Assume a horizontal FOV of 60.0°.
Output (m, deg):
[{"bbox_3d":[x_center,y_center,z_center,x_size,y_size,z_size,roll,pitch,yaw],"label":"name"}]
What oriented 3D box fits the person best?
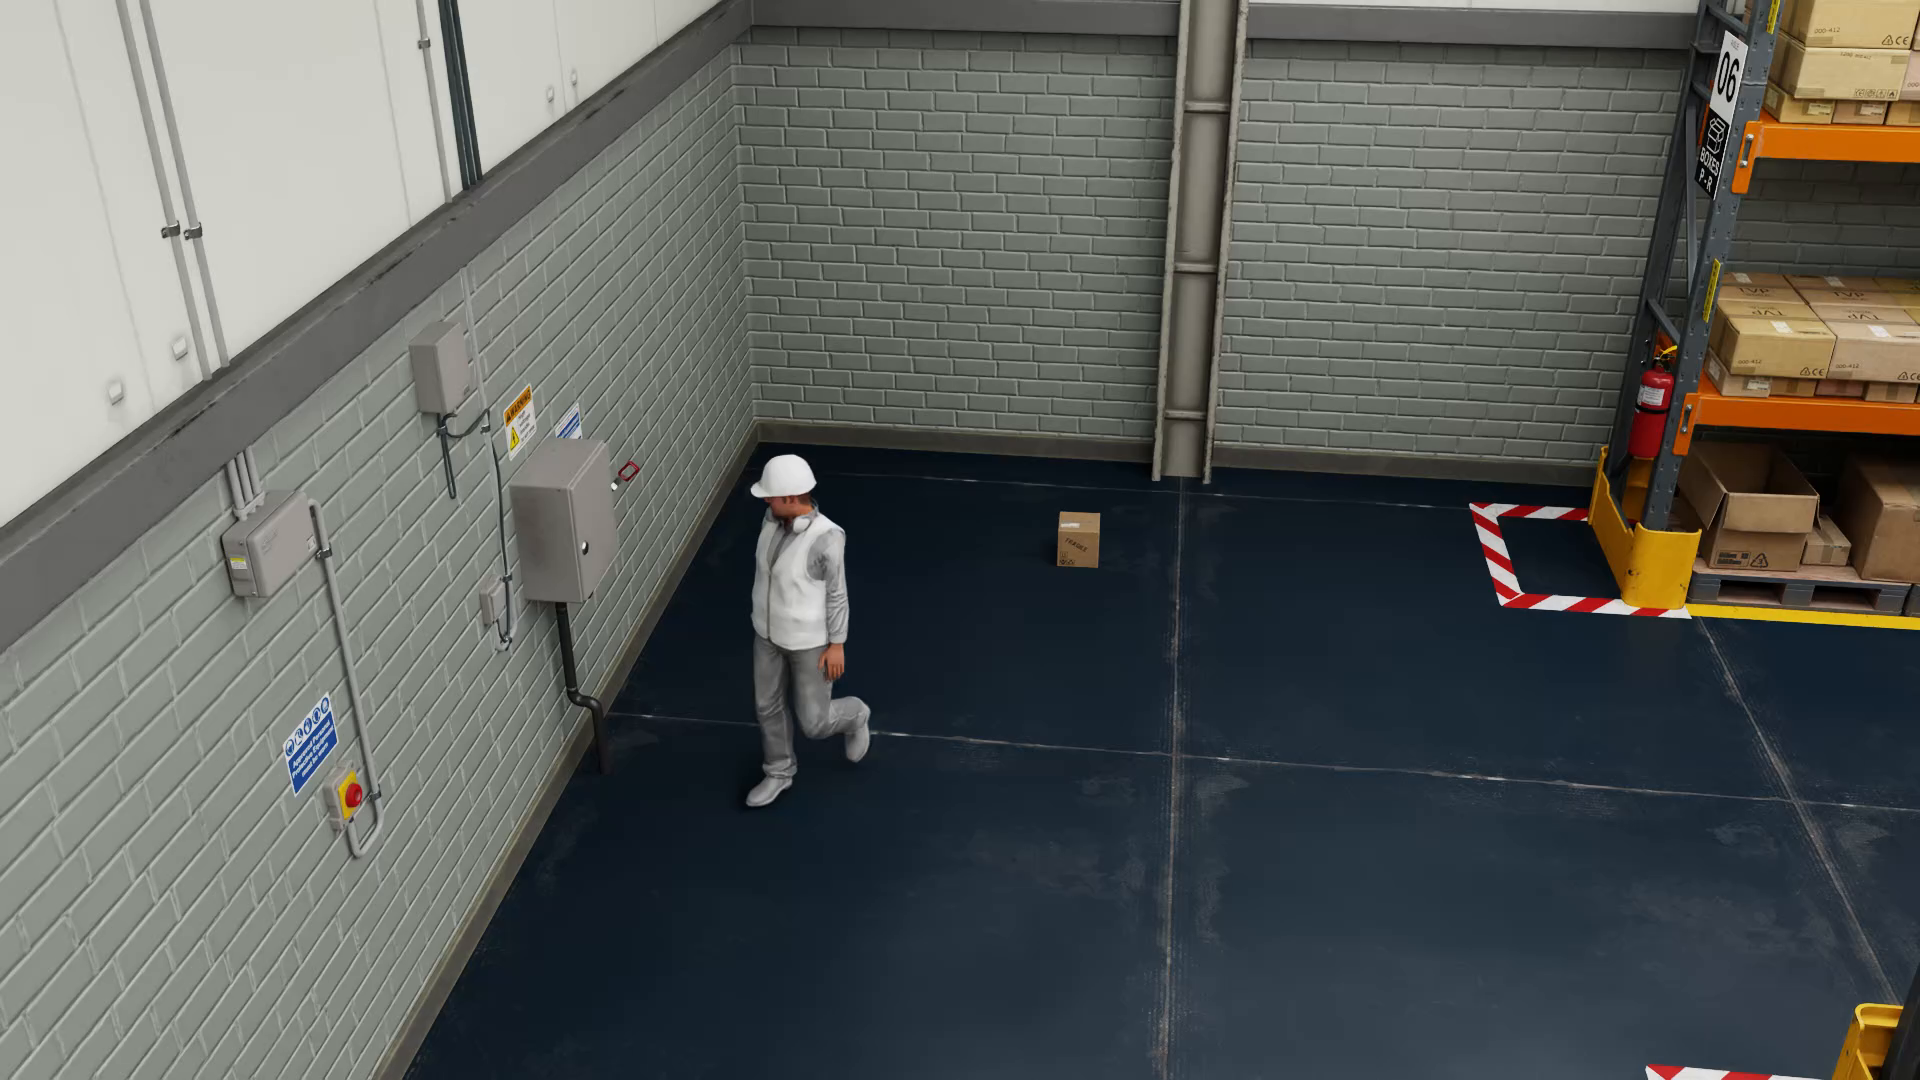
[{"bbox_3d":[-0.746,0.416,7.799,0.550,1.759,0.698,21,35,34],"label":"person"}]
